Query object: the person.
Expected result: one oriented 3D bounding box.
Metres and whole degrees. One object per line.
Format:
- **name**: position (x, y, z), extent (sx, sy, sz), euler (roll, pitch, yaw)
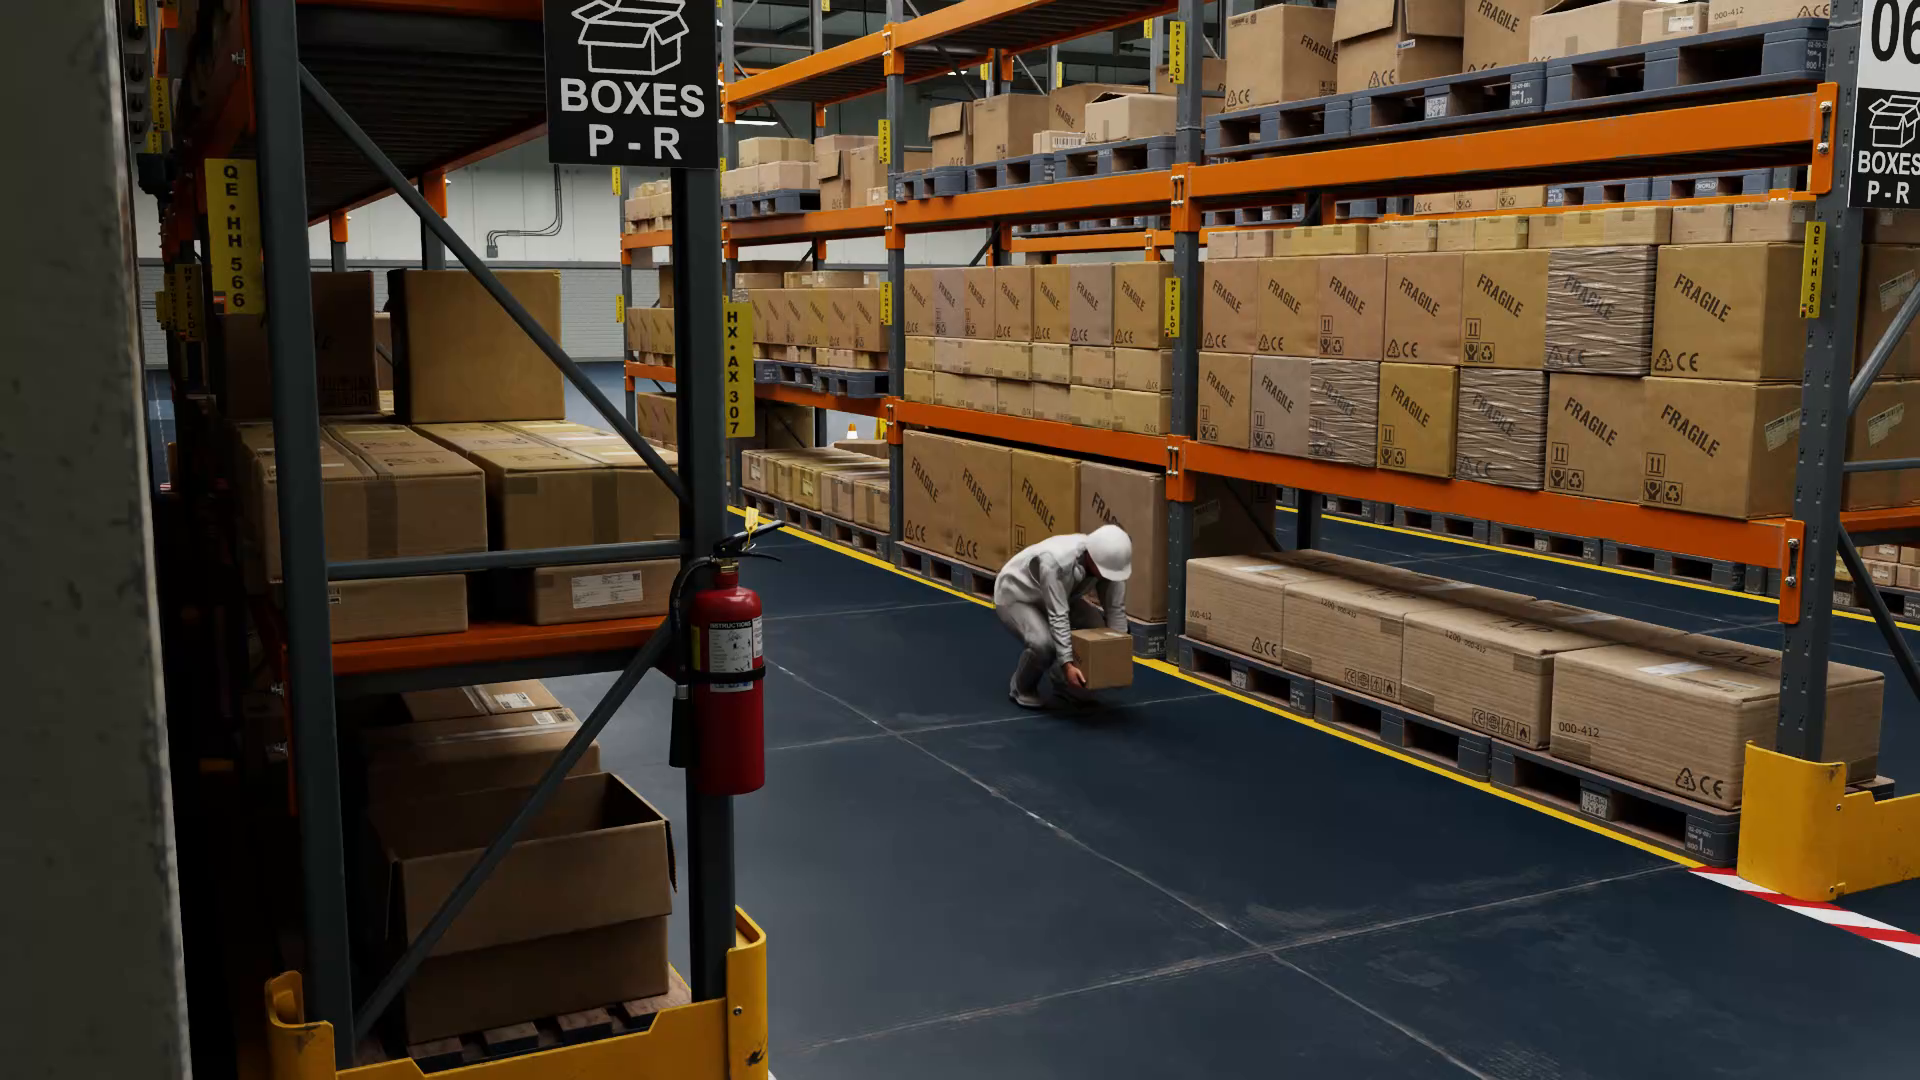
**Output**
- **person**: position (0.546, 0.376, 8.534), extent (0.507, 1.000, 0.924), euler (-4, 10, -28)
